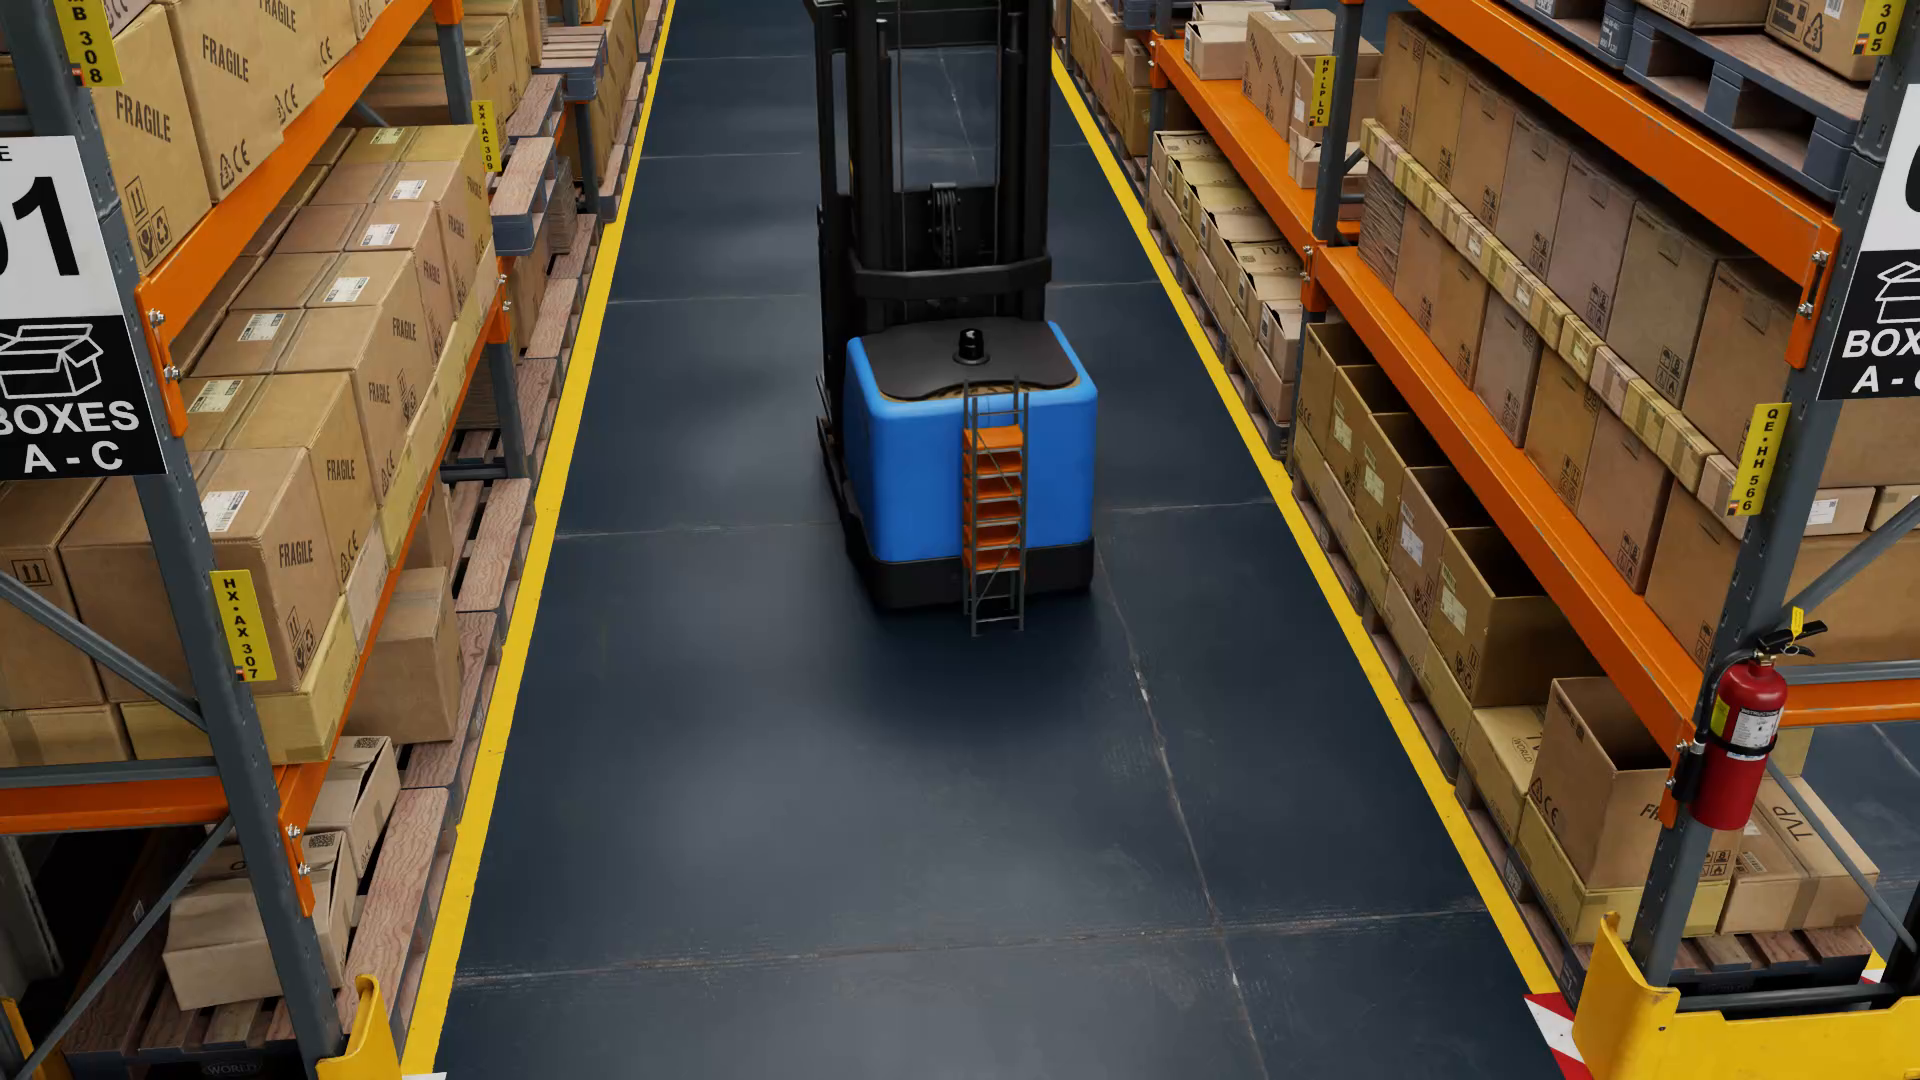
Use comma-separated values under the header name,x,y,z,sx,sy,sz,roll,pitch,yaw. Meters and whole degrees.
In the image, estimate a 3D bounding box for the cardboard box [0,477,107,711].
name,x,y,z,sx,sy,sz,roll,pitch,yaw
cardboard box,-2.574,0.116,4.525,0.500,0.500,0.500,-3,31,-5

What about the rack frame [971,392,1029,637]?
name,x,y,z,sx,sy,sz,roll,pitch,yaw
rack frame,0.170,-0.089,7.228,0.240,1.200,0.006,-6,31,-10

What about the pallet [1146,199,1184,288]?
name,x,y,z,sx,sy,sz,roll,pitch,yaw
pallet,1.904,-2.091,11.545,1.003,0.211,1.213,-3,31,-5

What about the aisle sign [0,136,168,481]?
name,x,y,z,sx,sy,sz,roll,pitch,yaw
aisle sign,-2.013,-0.481,3.594,0.394,0.787,0.004,-3,31,-5

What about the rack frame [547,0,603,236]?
name,x,y,z,sx,sy,sz,roll,pitch,yaw
rack frame,-3.066,-3.471,11.137,1.000,3.000,0.127,-3,31,-5

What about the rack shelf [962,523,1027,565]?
name,x,y,z,sx,sy,sz,roll,pitch,yaw
rack shelf,0.152,0.007,7.390,0.258,0.103,0.180,-6,31,-10

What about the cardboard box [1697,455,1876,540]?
name,x,y,z,sx,sy,sz,roll,pitch,yaw
cardboard box,2.388,-0.134,4.818,0.380,0.149,0.250,-3,31,-5

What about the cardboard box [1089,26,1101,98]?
name,x,y,z,sx,sy,sz,roll,pitch,yaw
cardboard box,1.395,-4.083,14.168,0.500,0.500,0.500,-2,31,-4

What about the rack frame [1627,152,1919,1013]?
name,x,y,z,sx,sy,sz,roll,pitch,yaw
rack frame,2.614,0.374,4.699,1.000,3.000,0.127,-3,31,-5

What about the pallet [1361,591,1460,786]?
name,x,y,z,sx,sy,sz,roll,pitch,yaw
pallet,2.390,0.561,7.105,1.003,0.211,1.213,-3,31,-5

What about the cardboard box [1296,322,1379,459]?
name,x,y,z,sx,sy,sz,roll,pitch,yaw
cardboard box,1.971,-0.738,8.102,0.500,0.500,0.500,-3,31,-5

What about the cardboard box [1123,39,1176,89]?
name,x,y,z,sx,sy,sz,roll,pitch,yaw
cardboard box,1.535,-3.643,12.701,0.500,0.250,0.500,-2,31,-3

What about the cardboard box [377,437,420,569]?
name,x,y,z,sx,sy,sz,roll,pitch,yaw
cardboard box,-2.152,-0.120,5.653,0.500,0.250,0.500,-3,31,-5

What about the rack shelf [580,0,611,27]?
name,x,y,z,sx,sy,sz,roll,pitch,yaw
rack shelf,-3.252,-4.184,13.031,1.077,0.370,4.000,-3,31,-5

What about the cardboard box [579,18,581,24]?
name,x,y,z,sx,sy,sz,roll,pitch,yaw
cardboard box,-2.881,-3.680,11.712,0.380,0.149,0.250,-2,31,-4

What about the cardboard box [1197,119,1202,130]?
name,x,y,z,sx,sy,sz,roll,pitch,yaw
cardboard box,2.054,-3.339,12.924,0.500,0.500,0.500,-4,31,-6

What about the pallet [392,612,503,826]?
name,x,y,z,sx,sy,sz,roll,pitch,yaw
pallet,-2.477,0.733,6.816,1.003,0.211,1.213,-3,31,-5

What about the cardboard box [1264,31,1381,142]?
name,x,y,z,sx,sy,sz,roll,pitch,yaw
cardboard box,2.088,-2.629,9.629,0.500,0.500,0.500,-3,31,-5

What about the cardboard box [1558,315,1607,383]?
name,x,y,z,sx,sy,sz,roll,pitch,yaw
cardboard box,2.292,-0.660,5.700,0.380,0.149,0.250,-2,31,-3

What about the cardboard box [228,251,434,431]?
name,x,y,z,sx,sy,sz,roll,pitch,yaw
cardboard box,-2.202,-0.691,5.877,0.500,0.500,0.500,-2,31,-3

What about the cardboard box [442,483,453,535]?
name,x,y,z,sx,sy,sz,roll,pitch,yaw
cardboard box,-2.612,-0.130,7.876,0.380,0.166,0.250,-7,32,-11

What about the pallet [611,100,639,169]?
name,x,y,z,sx,sy,sz,roll,pitch,yaw
pallet,-3.175,-3.302,13.572,1.003,0.211,1.213,-3,31,-5

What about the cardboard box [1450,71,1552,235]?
name,x,y,z,sx,sy,sz,roll,pitch,yaw
cardboard box,2.382,-1.528,6.521,0.700,0.500,0.500,-3,31,-5

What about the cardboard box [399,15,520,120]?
name,x,y,z,sx,sy,sz,roll,pitch,yaw
cardboard box,-2.843,-2.543,9.055,0.700,0.500,0.500,1,31,2

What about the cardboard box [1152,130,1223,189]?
name,x,y,z,sx,sy,sz,roll,pitch,yaw
cardboard box,1.623,-2.670,11.519,0.500,0.311,0.500,-2,31,-3

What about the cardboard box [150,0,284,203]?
name,x,y,z,sx,sy,sz,roll,pitch,yaw
cardboard box,-2.115,-1.185,4.266,0.500,0.500,0.500,-1,31,-1

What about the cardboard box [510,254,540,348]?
name,x,y,z,sx,sy,sz,roll,pitch,yaw
cardboard box,-2.883,-1.444,9.751,0.700,0.500,0.500,-2,31,-4

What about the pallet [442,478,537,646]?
name,x,y,z,sx,sy,sz,roll,pitch,yaw
pallet,-2.594,0.109,7.861,1.003,0.211,1.213,-3,31,-5

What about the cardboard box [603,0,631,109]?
name,x,y,z,sx,sy,sz,roll,pitch,yaw
cardboard box,-3.163,-3.992,13.694,0.750,0.750,0.750,-2,31,-3

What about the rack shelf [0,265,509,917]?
name,x,y,z,sx,sy,sz,roll,pitch,yaw
rack shelf,-2.505,-0.099,6.192,1.077,0.370,4.000,-3,31,-5

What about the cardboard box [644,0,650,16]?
name,x,y,z,sx,sy,sz,roll,pitch,yaw
cardboard box,-3.497,-5.526,16.605,0.700,0.500,0.500,-2,31,-3

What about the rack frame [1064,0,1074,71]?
name,x,y,z,sx,sy,sz,roll,pitch,yaw
rack frame,1.492,-5.753,14.956,1.000,3.000,0.127,-3,31,-5

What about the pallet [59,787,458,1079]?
name,x,y,z,sx,sy,sz,roll,pitch,yaw
pallet,-2.366,1.355,5.776,1.003,0.211,1.213,-3,31,-5

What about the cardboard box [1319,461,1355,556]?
name,x,y,z,sx,sy,sz,roll,pitch,yaw
cardboard box,2.023,-0.161,7.867,0.500,0.250,0.500,-3,31,-5

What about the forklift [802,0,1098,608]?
name,x,y,z,sx,sy,sz,roll,pitch,yaw
forklift,-0.167,-1.690,8.220,1.130,2.935,3.031,-6,31,-10

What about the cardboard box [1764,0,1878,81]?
name,x,y,z,sx,sy,sz,roll,pitch,yaw
cardboard box,2.564,-1.492,4.251,0.797,0.503,0.637,-1,31,-1

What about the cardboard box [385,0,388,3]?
name,x,y,z,sx,sy,sz,roll,pitch,yaw
cardboard box,-2.364,-2.264,6.072,0.500,0.500,0.500,-5,31,-9

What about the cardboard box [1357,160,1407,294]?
name,x,y,z,sx,sy,sz,roll,pitch,yaw
cardboard box,2.288,-1.485,7.714,0.700,0.500,0.500,-4,31,-6

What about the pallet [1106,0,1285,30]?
name,x,y,z,sx,sy,sz,roll,pitch,yaw
pallet,1.733,-3.971,12.160,1.213,0.211,1.003,-3,31,-5

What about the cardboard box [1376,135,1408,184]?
name,x,y,z,sx,sy,sz,roll,pitch,yaw
cardboard box,2.096,-1.715,7.466,0.380,0.149,0.250,-2,31,-4

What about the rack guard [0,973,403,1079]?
name,x,y,z,sx,sy,sz,roll,pitch,yaw
rack guard,-2.325,1.647,5.004,1.175,0.500,0.348,-3,31,-5

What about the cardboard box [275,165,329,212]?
name,x,y,z,sx,sy,sz,roll,pitch,yaw
cardboard box,-2.811,-1.181,6.698,0.500,0.500,0.500,-3,31,-5

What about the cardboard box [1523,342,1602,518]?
name,x,y,z,sx,sy,sz,roll,pitch,yaw
cardboard box,2.488,-0.430,5.947,0.700,0.500,0.500,-3,31,-4

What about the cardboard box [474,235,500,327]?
name,x,y,z,sx,sy,sz,roll,pitch,yaw
cardboard box,-2.346,-1.146,7.370,0.500,0.250,0.500,-3,31,-4

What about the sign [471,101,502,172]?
name,x,y,z,sx,sy,sz,roll,pitch,yaw
sign,-2.152,-1.831,7.546,0.100,0.325,0.005,-3,31,-5

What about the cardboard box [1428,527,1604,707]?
name,x,y,z,sx,sy,sz,roll,pitch,yaw
cardboard box,2.159,0.283,6.392,0.500,0.500,0.500,-3,31,-5

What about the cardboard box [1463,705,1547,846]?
name,x,y,z,sx,sy,sz,roll,pitch,yaw
cardboard box,2.211,0.860,6.158,0.500,0.250,0.500,-3,31,-5

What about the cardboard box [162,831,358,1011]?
name,x,y,z,sx,sy,sz,roll,pitch,yaw
cardboard box,-2.293,1.221,5.474,0.500,0.311,0.500,-6,31,-10

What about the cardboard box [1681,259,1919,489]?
name,x,y,z,sx,sy,sz,roll,pitch,yaw
cardboard box,2.578,-0.492,4.786,0.700,0.500,0.500,-3,31,-4

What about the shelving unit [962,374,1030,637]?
name,x,y,z,sx,sy,sz,roll,pitch,yaw
shelving unit,0.152,-0.135,7.305,0.258,1.200,0.189,-6,31,-10

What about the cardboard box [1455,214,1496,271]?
name,x,y,z,sx,sy,sz,roll,pitch,yaw
cardboard box,2.197,-1.186,6.580,0.380,0.149,0.250,-4,31,-6

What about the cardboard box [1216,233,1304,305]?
name,x,y,z,sx,sy,sz,roll,pitch,yaw
cardboard box,1.817,-1.622,9.766,0.500,0.311,0.500,-3,31,-5

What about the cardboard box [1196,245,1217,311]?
name,x,y,z,sx,sy,sz,roll,pitch,yaw
cardboard box,1.773,-1.645,10.351,0.500,0.250,0.500,-2,31,-4
